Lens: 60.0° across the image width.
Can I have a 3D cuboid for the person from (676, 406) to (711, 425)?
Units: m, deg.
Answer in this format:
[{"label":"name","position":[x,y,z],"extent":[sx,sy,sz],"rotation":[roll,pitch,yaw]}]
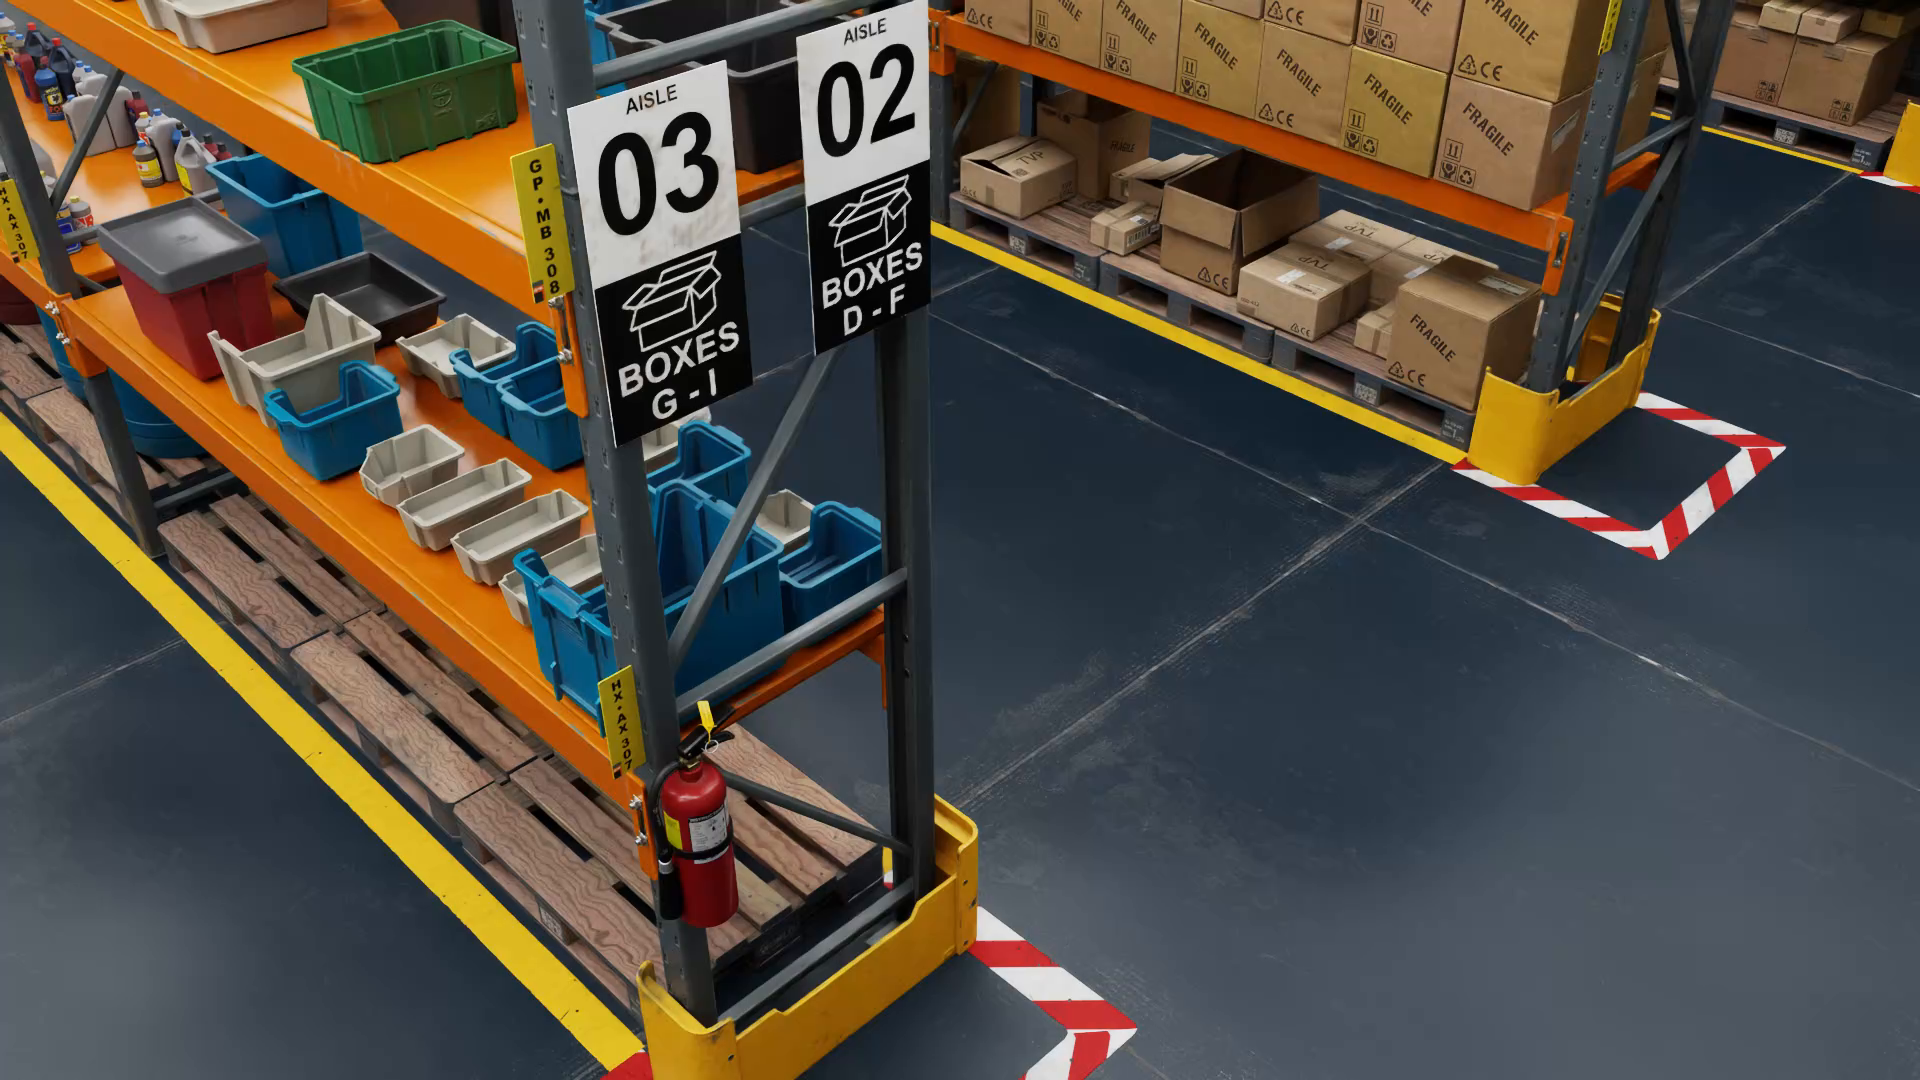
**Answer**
[{"label":"person","position":[-1.181,-0.161,6.358],"extent":[0.654,1.660,0.484],"rotation":[23,41,28]}]
